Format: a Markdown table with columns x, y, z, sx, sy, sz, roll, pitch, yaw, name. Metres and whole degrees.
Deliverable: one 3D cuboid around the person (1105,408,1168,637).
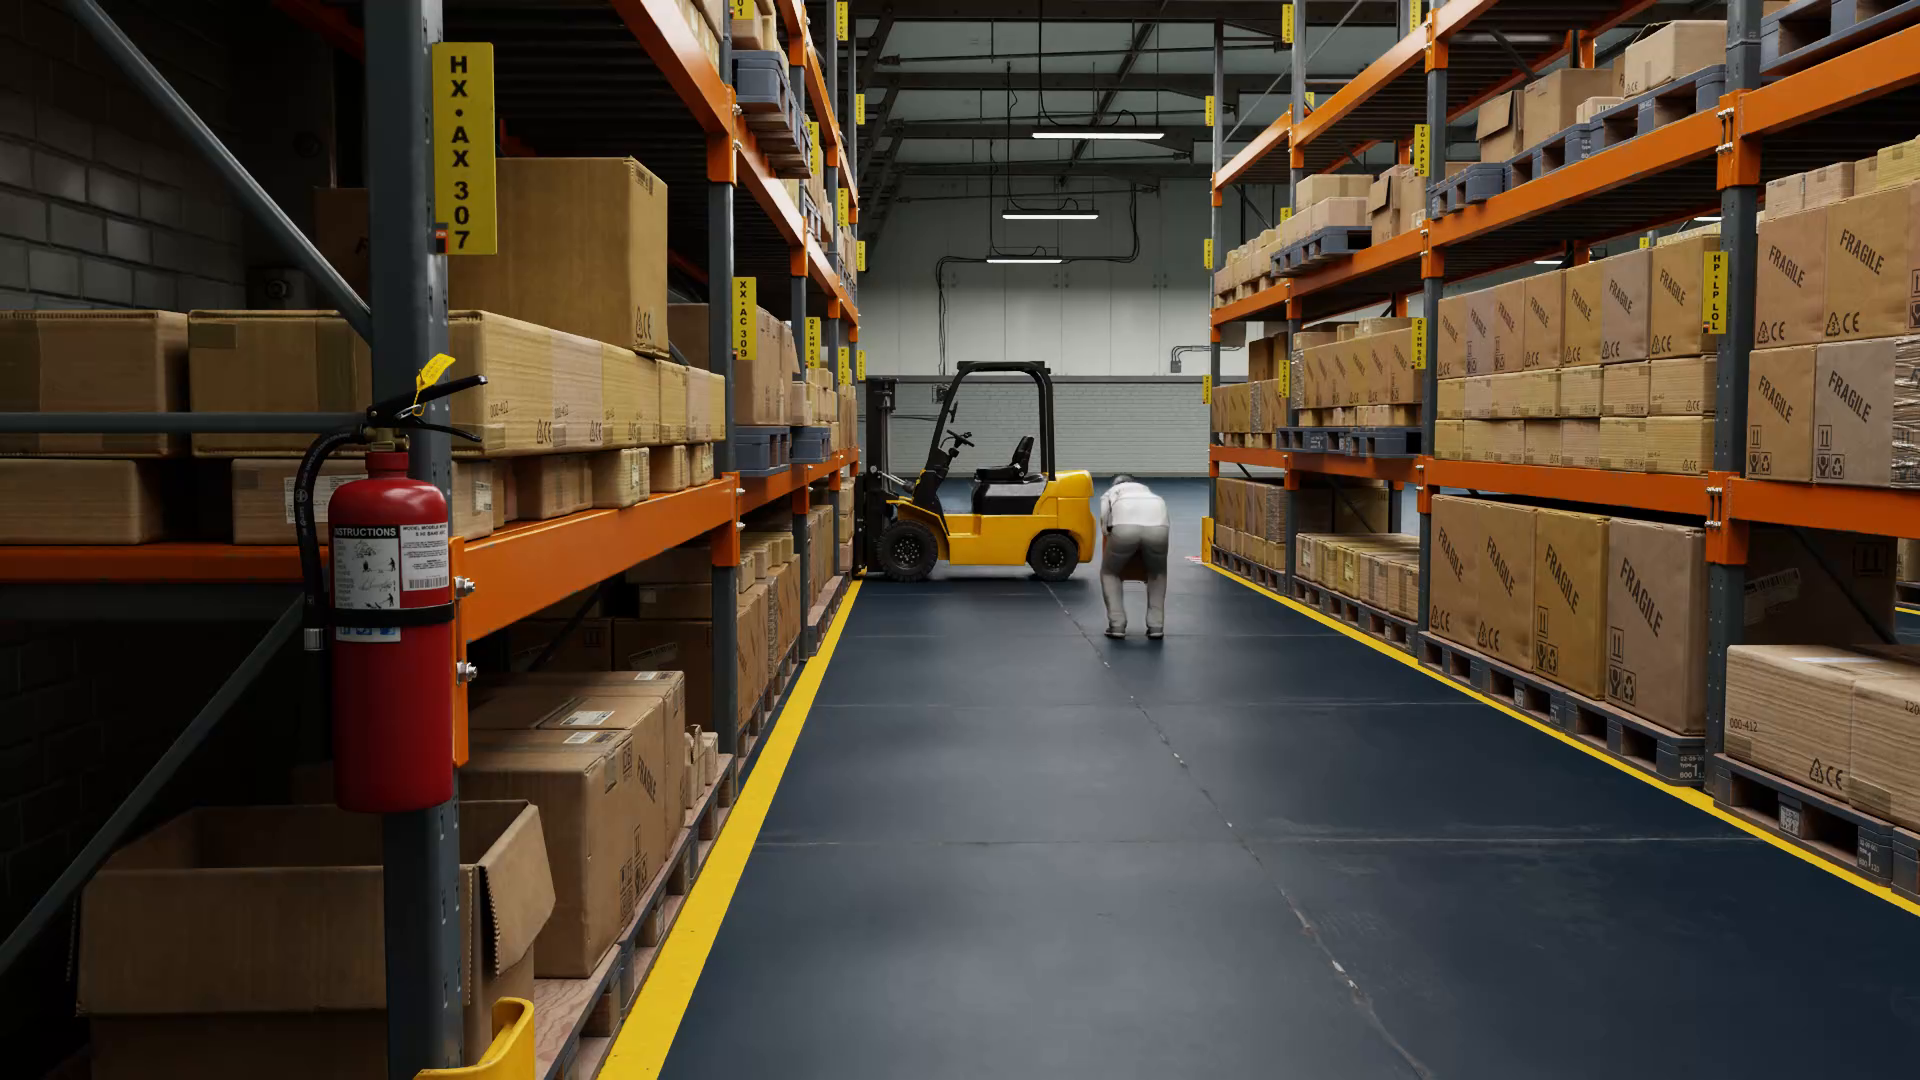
| x | y | z | sx | sy | sz | roll | pitch | yaw | name |
| --- | --- | --- | --- | --- | --- | --- | --- | --- | --- |
| 1.256 | -0.126 | 11.992 | 0.452 | 1.655 | 0.544 | 0 | 4 | -2 | person |
